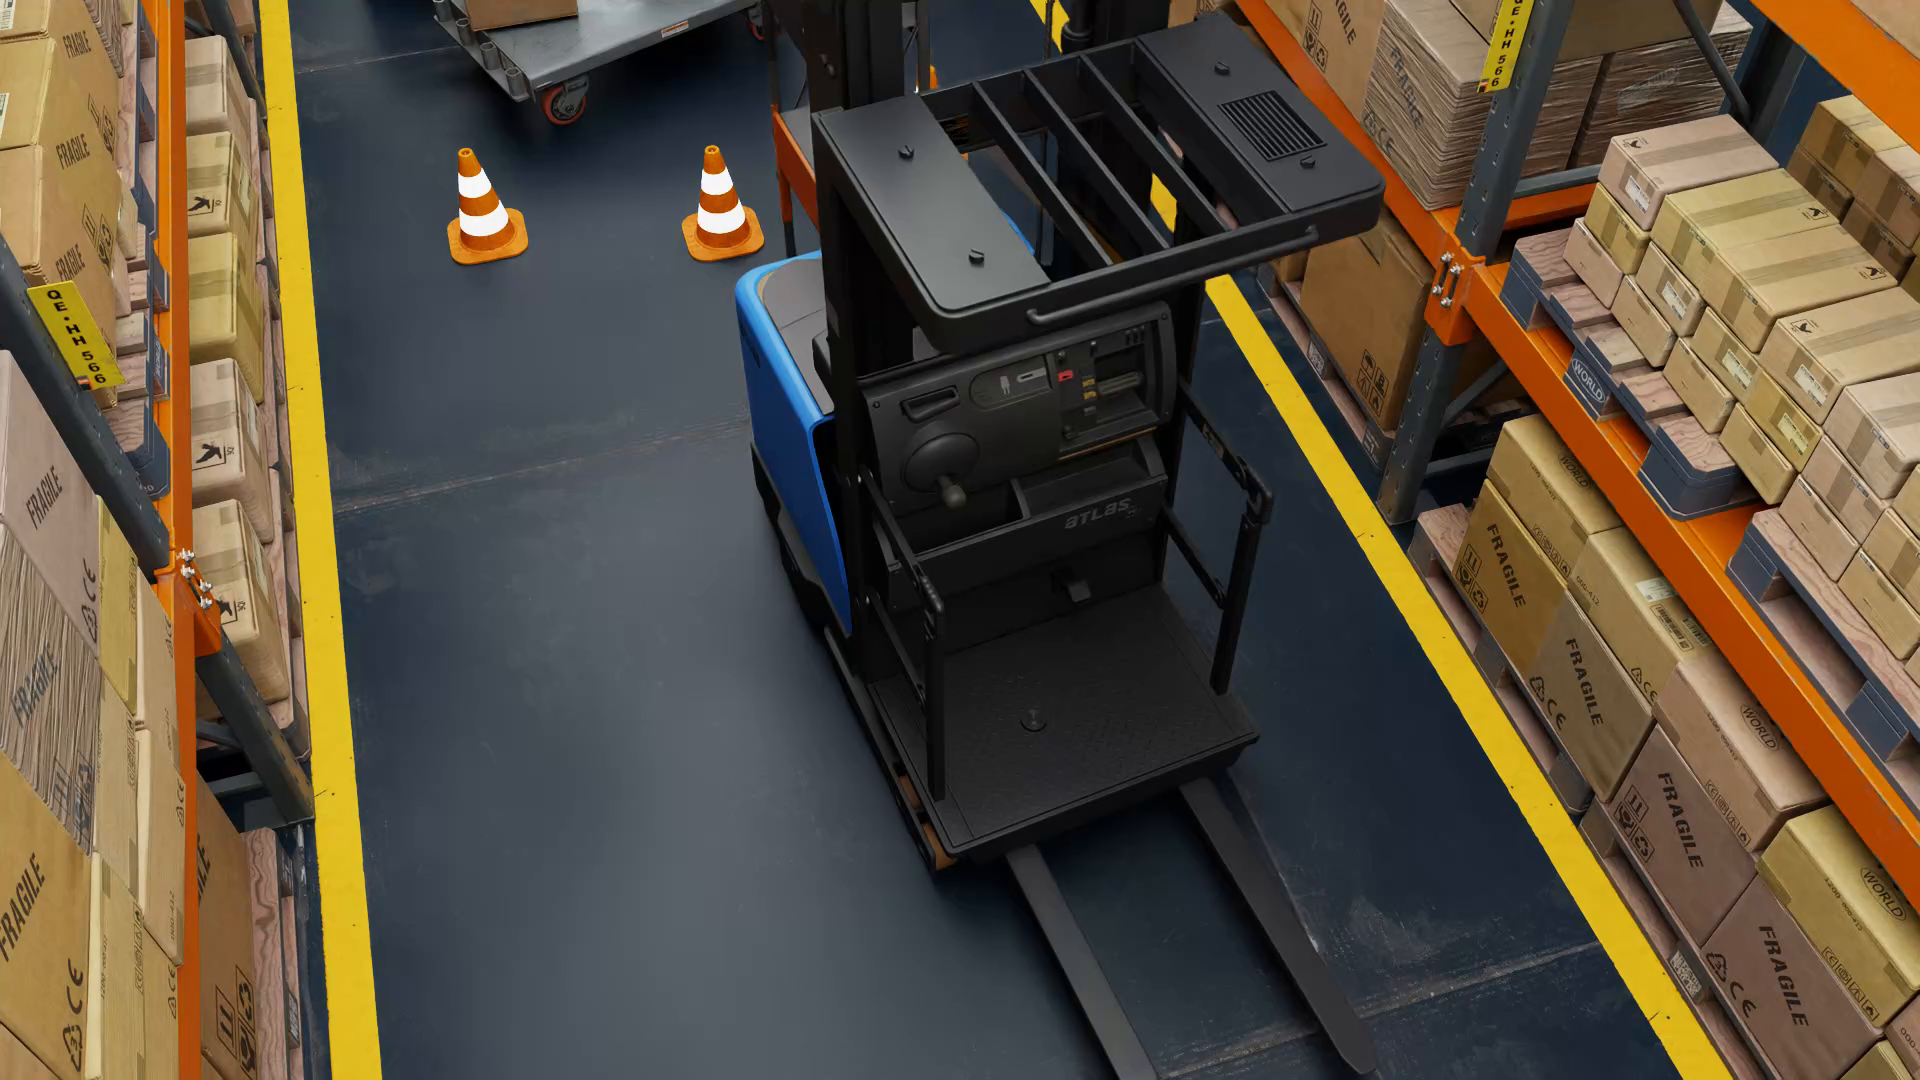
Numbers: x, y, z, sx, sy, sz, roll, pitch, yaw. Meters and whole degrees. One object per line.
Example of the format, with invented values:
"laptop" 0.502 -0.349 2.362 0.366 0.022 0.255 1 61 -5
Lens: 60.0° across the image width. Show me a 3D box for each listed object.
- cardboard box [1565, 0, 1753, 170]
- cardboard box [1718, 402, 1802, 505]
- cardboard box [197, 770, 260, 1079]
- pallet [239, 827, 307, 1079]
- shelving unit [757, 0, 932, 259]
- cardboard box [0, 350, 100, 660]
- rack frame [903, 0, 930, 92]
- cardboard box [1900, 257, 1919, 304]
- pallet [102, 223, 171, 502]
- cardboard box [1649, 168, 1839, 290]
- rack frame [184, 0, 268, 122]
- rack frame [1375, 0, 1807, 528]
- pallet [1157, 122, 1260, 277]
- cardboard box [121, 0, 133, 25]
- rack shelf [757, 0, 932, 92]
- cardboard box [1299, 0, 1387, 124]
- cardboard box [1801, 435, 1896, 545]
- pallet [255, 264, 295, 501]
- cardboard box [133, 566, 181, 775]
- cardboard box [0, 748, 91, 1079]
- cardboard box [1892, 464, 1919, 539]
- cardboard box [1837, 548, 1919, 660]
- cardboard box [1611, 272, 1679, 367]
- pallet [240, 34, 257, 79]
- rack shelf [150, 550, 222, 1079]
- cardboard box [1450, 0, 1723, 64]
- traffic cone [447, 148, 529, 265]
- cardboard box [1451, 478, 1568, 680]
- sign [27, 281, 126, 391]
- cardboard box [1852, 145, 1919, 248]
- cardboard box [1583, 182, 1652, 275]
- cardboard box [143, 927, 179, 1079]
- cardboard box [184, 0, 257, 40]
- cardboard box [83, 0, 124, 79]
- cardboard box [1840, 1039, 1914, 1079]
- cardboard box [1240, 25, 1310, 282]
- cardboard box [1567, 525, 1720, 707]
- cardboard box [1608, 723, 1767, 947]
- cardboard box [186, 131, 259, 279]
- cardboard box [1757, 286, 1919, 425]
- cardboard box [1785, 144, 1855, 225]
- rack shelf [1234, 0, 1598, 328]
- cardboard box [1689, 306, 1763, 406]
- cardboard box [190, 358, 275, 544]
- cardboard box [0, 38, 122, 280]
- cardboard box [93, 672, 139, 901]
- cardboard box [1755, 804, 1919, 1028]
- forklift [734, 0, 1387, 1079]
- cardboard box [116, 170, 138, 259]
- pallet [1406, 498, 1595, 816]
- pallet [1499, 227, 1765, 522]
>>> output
"cardboard box" 2.208 -1.592 5.565 0.500 0.500 0.500 -13 51 -11
"cardboard box" 2.263 -0.263 4.400 0.380 0.149 0.250 -11 51 -9
"cardboard box" -2.491 1.095 4.480 0.875 0.875 0.875 -14 51 -11
"pallet" -2.455 1.514 4.836 1.003 0.211 1.213 -13 51 -11
"shelving unit" -0.381 -1.267 5.944 0.431 2.100 0.503 -18 52 -15
"cardboard box" -2.213 -0.014 3.580 0.500 0.500 0.500 -15 51 -12
"rack frame" -0.284 -1.095 5.800 0.400 2.100 0.015 -18 52 -15
"cardboard box" 2.825 -0.677 4.554 0.380 0.149 0.250 -12 51 -10
"pallet" -2.929 -0.413 4.761 1.213 0.211 1.003 -13 51 -11
"cardboard box" 2.116 -0.840 4.497 0.380 0.149 0.250 -15 51 -12
"rack frame" -3.799 -2.899 6.732 1.000 3.000 0.127 -13 51 -11
"rack frame" 2.083 -1.171 5.275 1.000 3.000 0.127 -13 51 -11
"pallet" 1.564 -1.754 7.591 1.003 0.211 1.213 -13 51 -11
"cardboard box" -3.095 -1.892 5.773 0.380 0.149 0.250 -13 51 -11
"rack shelf" -0.381 -1.709 5.420 0.431 0.518 0.480 -18 52 -15
"cardboard box" 1.547 -1.836 5.771 0.500 0.500 0.500 -13 51 -11
"cardboard box" 2.346 -0.165 4.122 0.380 0.149 0.250 -13 51 -11
"pallet" -3.203 -0.540 6.567 1.003 0.211 1.213 -13 51 -11
"cardboard box" -2.218 0.381 4.065 0.500 0.250 0.500 -15 51 -12
"cardboard box" -1.913 0.723 2.959 0.500 0.500 0.500 -13 51 -11
"cardboard box" 2.425 -0.076 3.853 0.380 0.149 0.250 -12 51 -10
"cardboard box" 2.416 0.115 4.081 0.380 0.149 0.250 -13 51 -10
"cardboard box" 2.101 -0.657 4.732 0.380 0.149 0.250 -11 51 -9
"pallet" -4.031 -2.483 8.205 1.003 0.211 1.213 -13 51 -11
"rack shelf" -2.025 1.715 3.313 1.077 0.370 4.000 -13 51 -11
"cardboard box" 1.959 -1.856 5.133 0.700 0.500 0.500 -14 51 -11
"traffic cone" -2.095 -1.493 7.206 0.336 0.463 0.334 -13 51 -11
"cardboard box" 2.048 0.074 5.586 0.500 0.500 0.500 -15 52 -13
"sign" -2.087 -0.479 3.935 0.100 0.325 0.005 -13 51 -11
"cardboard box" 2.738 -0.979 4.614 0.380 0.149 0.250 -14 51 -11
"cardboard box" 2.034 -0.923 4.761 0.380 0.149 0.250 -11 51 -9
"cardboard box" -1.919 1.122 3.440 0.500 0.250 0.500 -14 51 -11
"cardboard box" -3.715 -2.640 8.038 0.500 0.250 0.500 -15 52 -13
"cardboard box" -2.993 -1.755 5.233 0.500 0.500 0.500 -15 52 -12
"cardboard box" 2.655 1.562 4.331 0.500 0.500 0.500 -14 51 -12
"cardboard box" 1.727 -1.684 6.905 1.050 0.750 0.750 -13 51 -10
"cardboard box" 2.205 0.186 5.001 0.500 0.250 0.500 -14 51 -11
"cardboard box" 2.357 0.814 4.962 0.500 0.500 0.500 -14 51 -12
"cardboard box" -3.426 -1.281 6.812 0.950 0.372 0.625 -10 51 -9
"cardboard box" 2.262 -0.466 4.182 0.380 0.149 0.250 -15 52 -12
"cardboard box" 2.664 -1.063 4.880 0.380 0.149 0.250 -12 51 -10
"rack shelf" 1.491 -2.400 6.782 1.077 0.370 4.000 -13 51 -11
"cardboard box" 2.198 -0.531 4.431 0.380 0.149 0.250 -15 51 -12
"cardboard box" -2.999 -0.218 5.916 0.950 0.372 0.625 -14 51 -12
"cardboard box" -2.689 -1.001 4.598 0.500 0.500 0.500 -11 51 -9
"cardboard box" -2.075 0.579 3.571 0.500 0.250 0.500 -14 51 -12
"cardboard box" 2.495 0.931 4.373 0.500 0.250 0.500 -15 52 -13
"forklift" 0.274 -0.268 4.559 1.130 2.935 3.031 -18 52 -15
"cardboard box" -2.685 -0.942 4.972 0.380 0.149 0.250 -13 51 -11
"pallet" 2.312 0.299 5.860 1.003 0.211 1.213 -13 51 -11
"pallet" 2.395 -0.613 4.930 1.213 0.211 1.003 -13 51 -11
